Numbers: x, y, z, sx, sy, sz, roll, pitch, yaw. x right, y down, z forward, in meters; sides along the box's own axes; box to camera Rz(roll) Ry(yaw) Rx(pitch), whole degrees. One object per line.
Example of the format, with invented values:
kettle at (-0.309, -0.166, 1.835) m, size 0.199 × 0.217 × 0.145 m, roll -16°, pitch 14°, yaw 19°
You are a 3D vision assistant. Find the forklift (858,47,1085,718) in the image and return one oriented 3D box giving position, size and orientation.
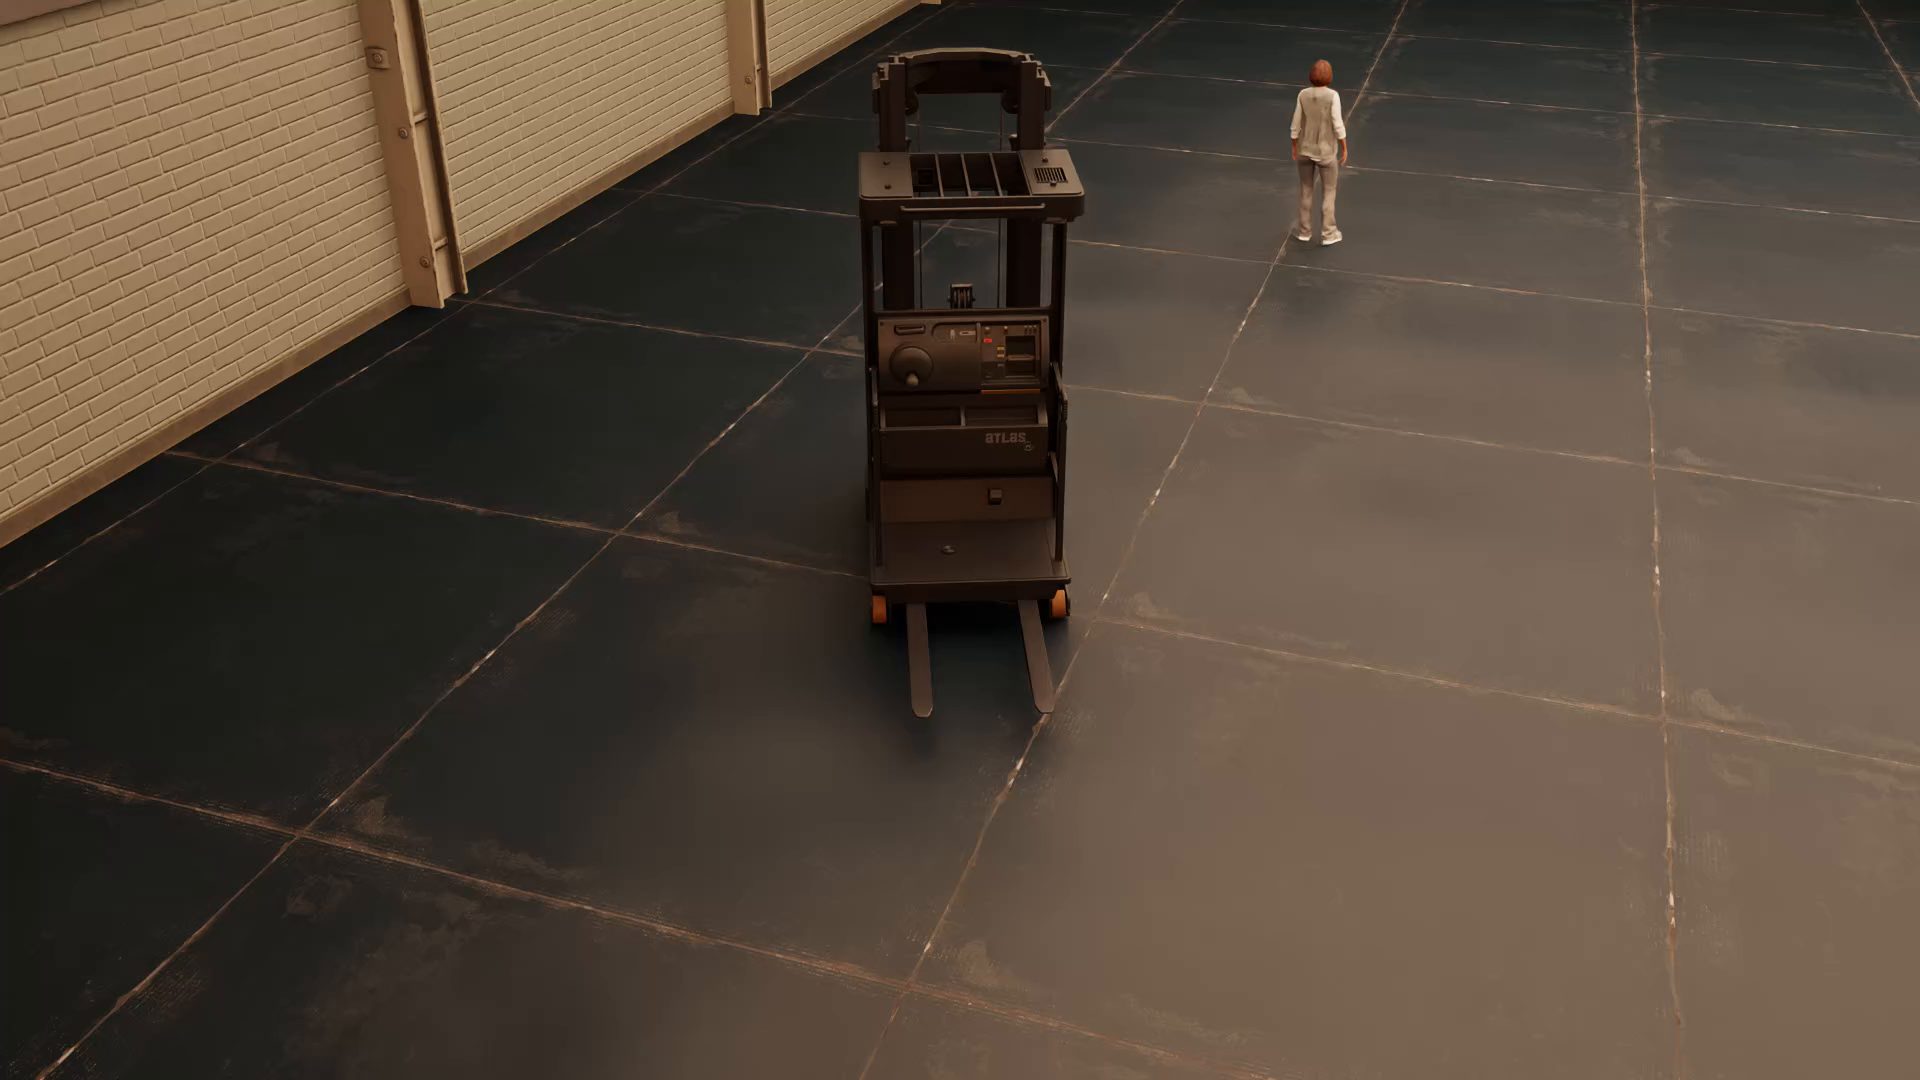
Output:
forklift at (0.035, -0.972, 8.842) m, size 1.130 × 2.935 × 3.031 m, roll -2°, pitch 30°, yaw -3°

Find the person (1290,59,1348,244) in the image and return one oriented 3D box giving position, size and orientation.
person at (3.110, -3.352, 14.368) m, size 0.498 × 1.610 × 0.429 m, roll 18°, pitch 34°, yaw 28°
